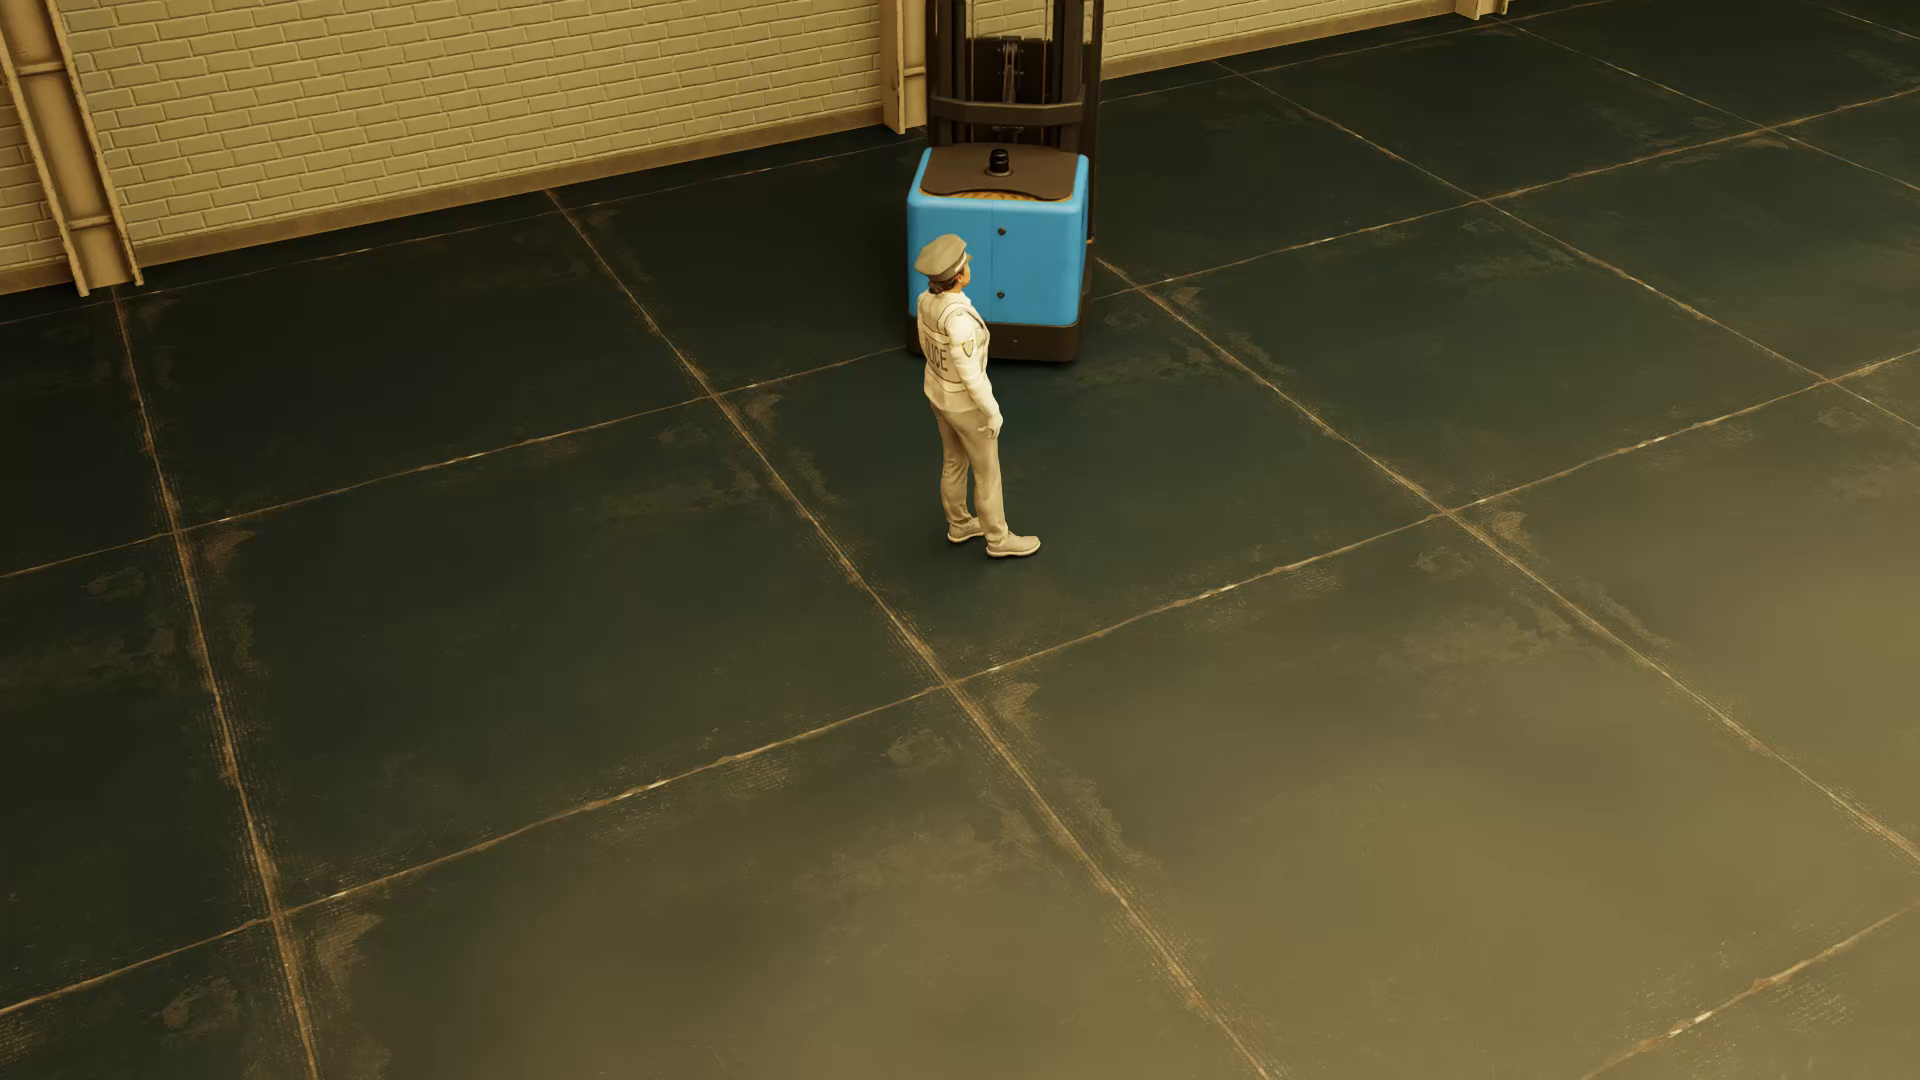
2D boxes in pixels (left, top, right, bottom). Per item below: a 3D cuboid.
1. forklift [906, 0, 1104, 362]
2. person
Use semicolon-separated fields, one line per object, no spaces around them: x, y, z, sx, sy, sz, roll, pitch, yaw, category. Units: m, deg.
0.362;-3.111;10.524;1.130;2.935;3.031;4;35;5;forklift
0.062;-0.713;8.190;0.534;1.696;0.587;-17;39;-23;person
